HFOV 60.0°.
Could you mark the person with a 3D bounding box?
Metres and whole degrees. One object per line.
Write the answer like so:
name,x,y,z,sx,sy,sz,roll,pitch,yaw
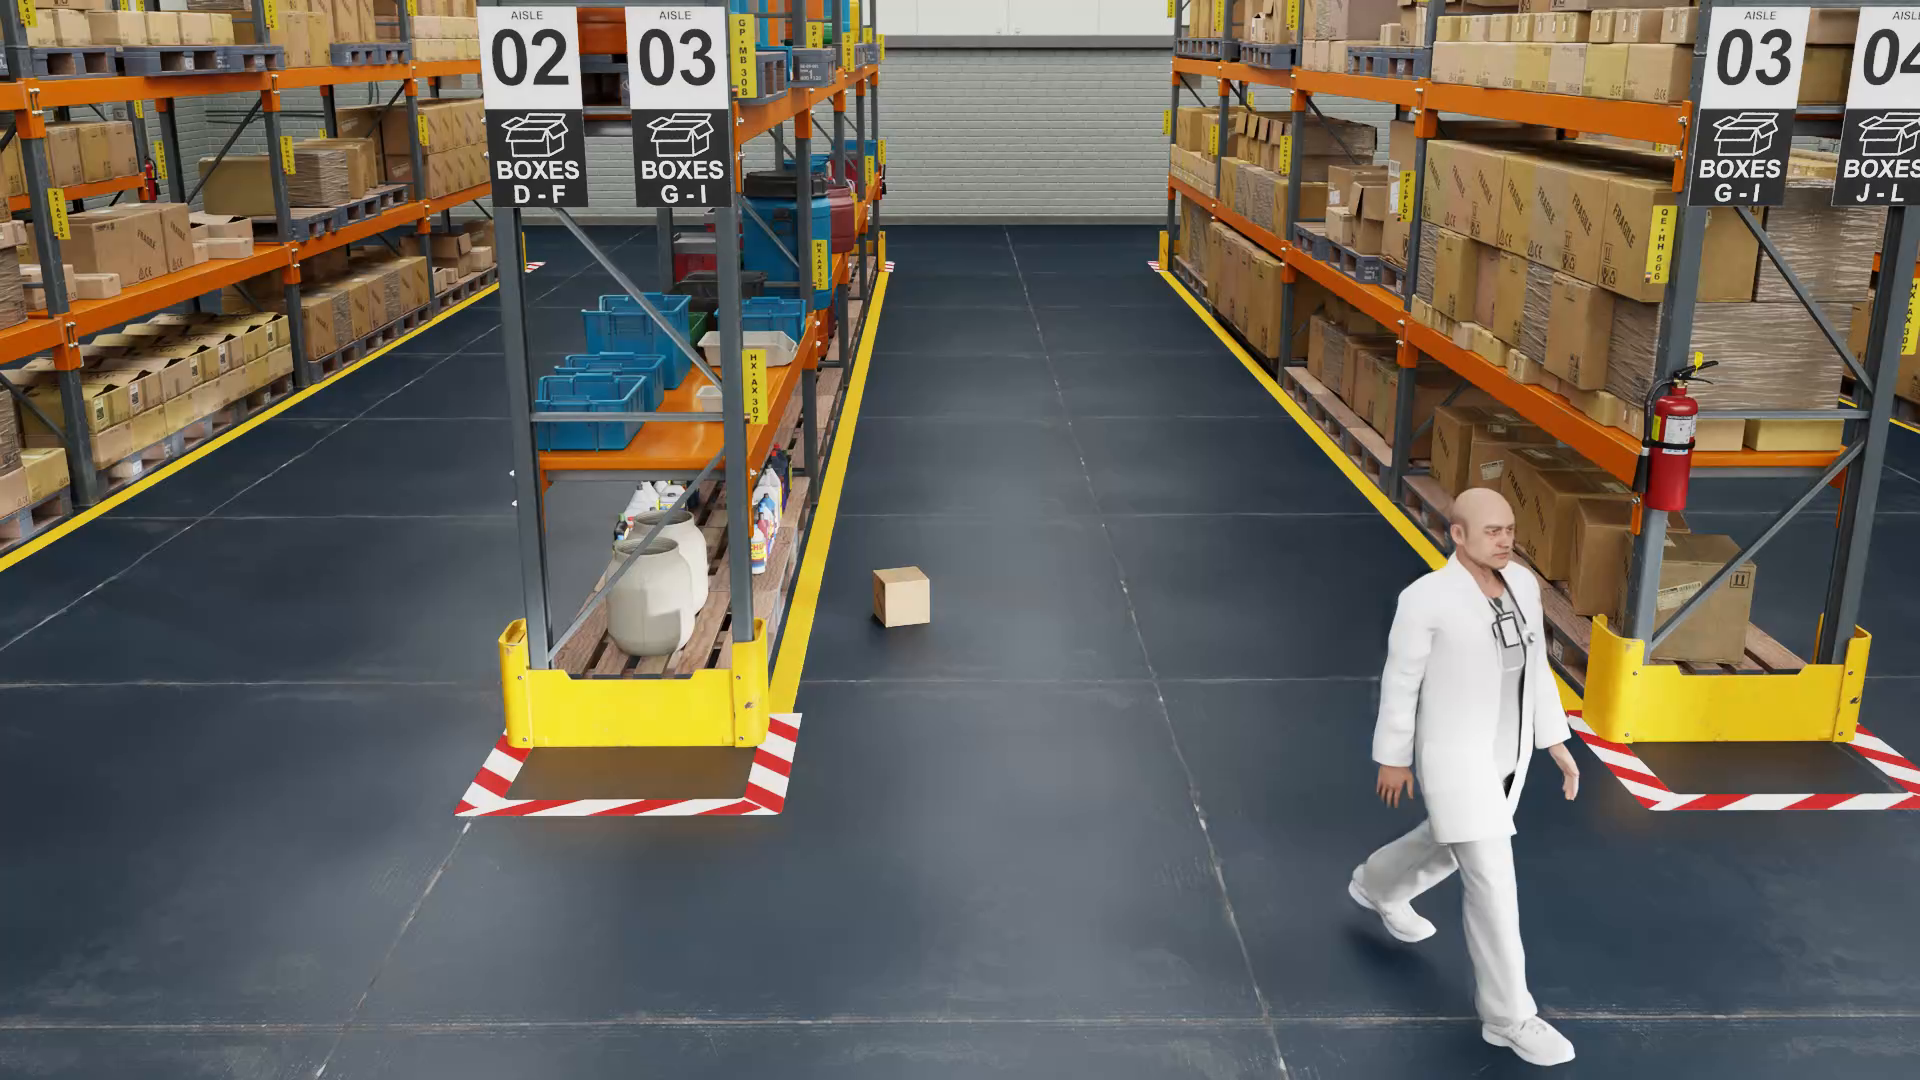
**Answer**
person,1.655,0.686,5.317,0.574,1.737,1.117,-10,20,-30
